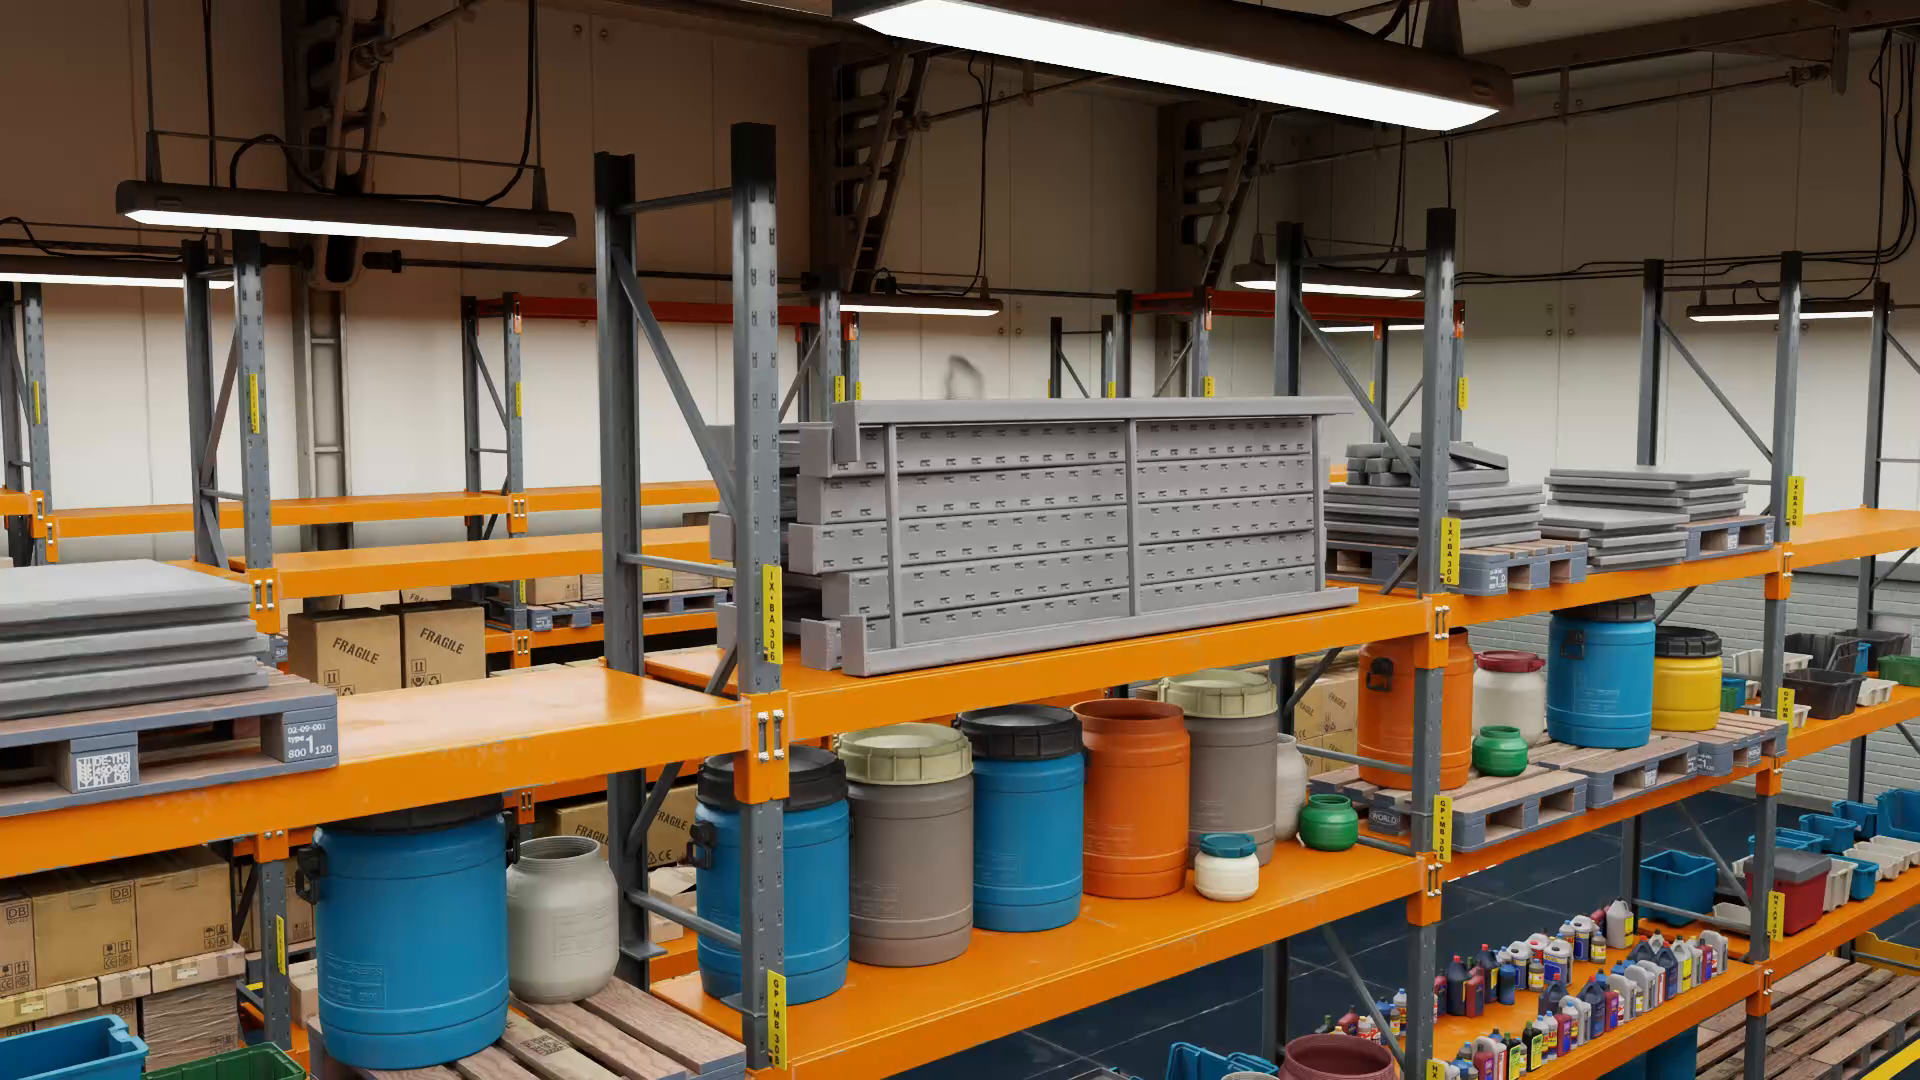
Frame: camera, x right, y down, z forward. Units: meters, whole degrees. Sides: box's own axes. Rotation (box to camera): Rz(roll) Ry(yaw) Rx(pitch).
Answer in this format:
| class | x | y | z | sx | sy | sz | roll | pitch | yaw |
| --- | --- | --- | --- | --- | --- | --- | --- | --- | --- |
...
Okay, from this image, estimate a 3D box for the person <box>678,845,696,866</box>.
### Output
| class | x | y | z | sx | sy | sz | roll | pitch | yaw |
| --- | --- | --- | --- | --- | --- | --- | --- | --- | --- |
| person | -2.066 | 2.995 | 14.141 | 0.681 | 1.742 | 0.553 | -4 | 7 | -39 |
